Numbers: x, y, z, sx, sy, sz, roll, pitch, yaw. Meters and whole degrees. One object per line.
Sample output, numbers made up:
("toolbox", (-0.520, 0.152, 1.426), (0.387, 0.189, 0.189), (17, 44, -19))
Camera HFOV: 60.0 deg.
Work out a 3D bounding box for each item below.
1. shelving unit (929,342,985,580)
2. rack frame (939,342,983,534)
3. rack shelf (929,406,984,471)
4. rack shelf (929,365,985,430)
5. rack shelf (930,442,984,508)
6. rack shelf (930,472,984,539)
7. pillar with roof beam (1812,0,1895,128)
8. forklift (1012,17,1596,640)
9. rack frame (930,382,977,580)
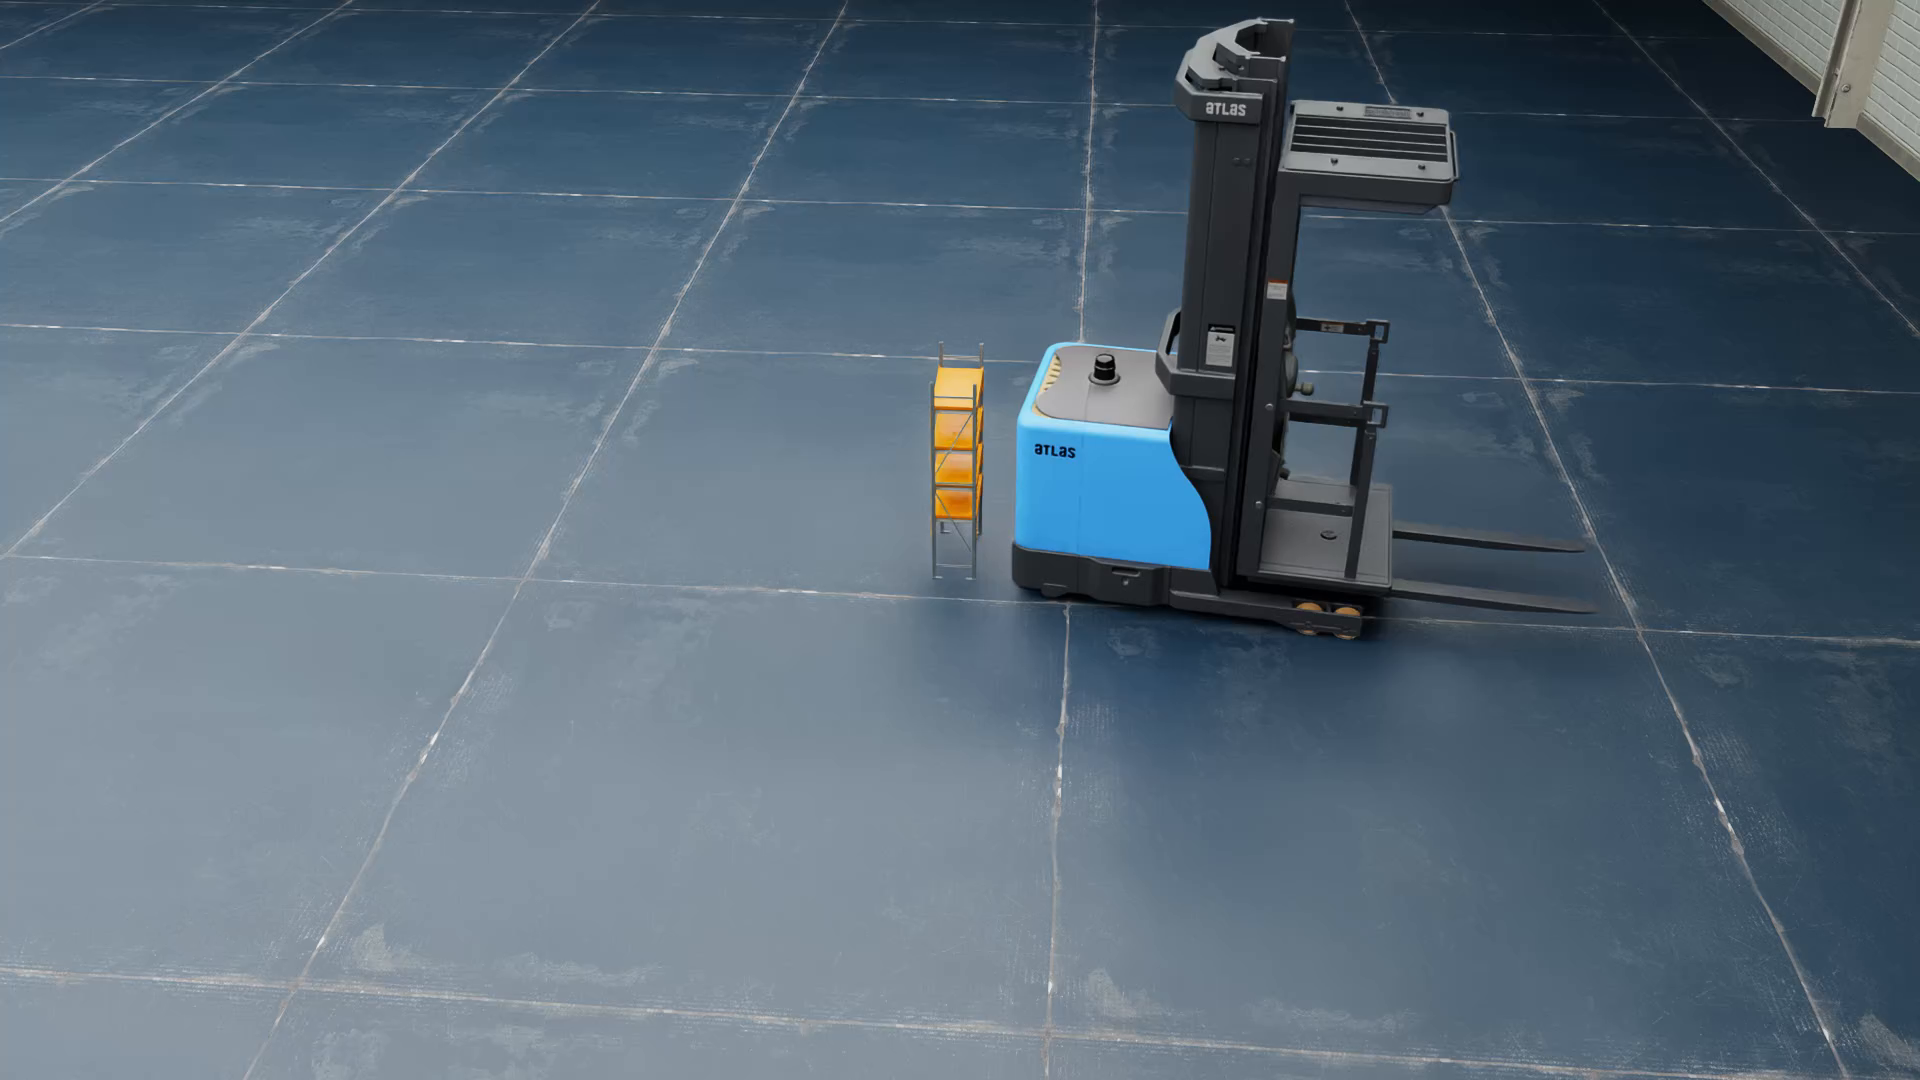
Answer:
("shelving unit", (-0.013, -0.424, 9.075), (0.258, 1.200, 0.503), (2, 32, 4))
("rack frame", (0.006, -0.552, 9.282), (0.240, 1.200, 0.015), (2, 32, 4))
("rack shelf", (-0.013, -0.557, 8.993), (0.258, 0.148, 0.480), (2, 32, 4))
("rack shelf", (-0.013, -0.759, 8.869), (0.258, 0.148, 0.480), (2, 32, 4))
("rack shelf", (-0.013, -0.367, 9.110), (0.258, 0.148, 0.480), (2, 32, 4))
("rack shelf", (-0.013, -0.198, 9.215), (0.258, 0.148, 0.480), (2, 32, 4))
("pillar with roof beam", (4.187, -8.069, 14.046), (9.100, 9.000, 0.400), (2, 32, 4))
("forklift", (1.853, -1.035, 8.416), (3.031, 2.935, 1.130), (7, 32, 11))
("rack frame", (-0.033, -0.297, 8.868), (0.240, 1.200, 0.015), (2, 32, 4))
